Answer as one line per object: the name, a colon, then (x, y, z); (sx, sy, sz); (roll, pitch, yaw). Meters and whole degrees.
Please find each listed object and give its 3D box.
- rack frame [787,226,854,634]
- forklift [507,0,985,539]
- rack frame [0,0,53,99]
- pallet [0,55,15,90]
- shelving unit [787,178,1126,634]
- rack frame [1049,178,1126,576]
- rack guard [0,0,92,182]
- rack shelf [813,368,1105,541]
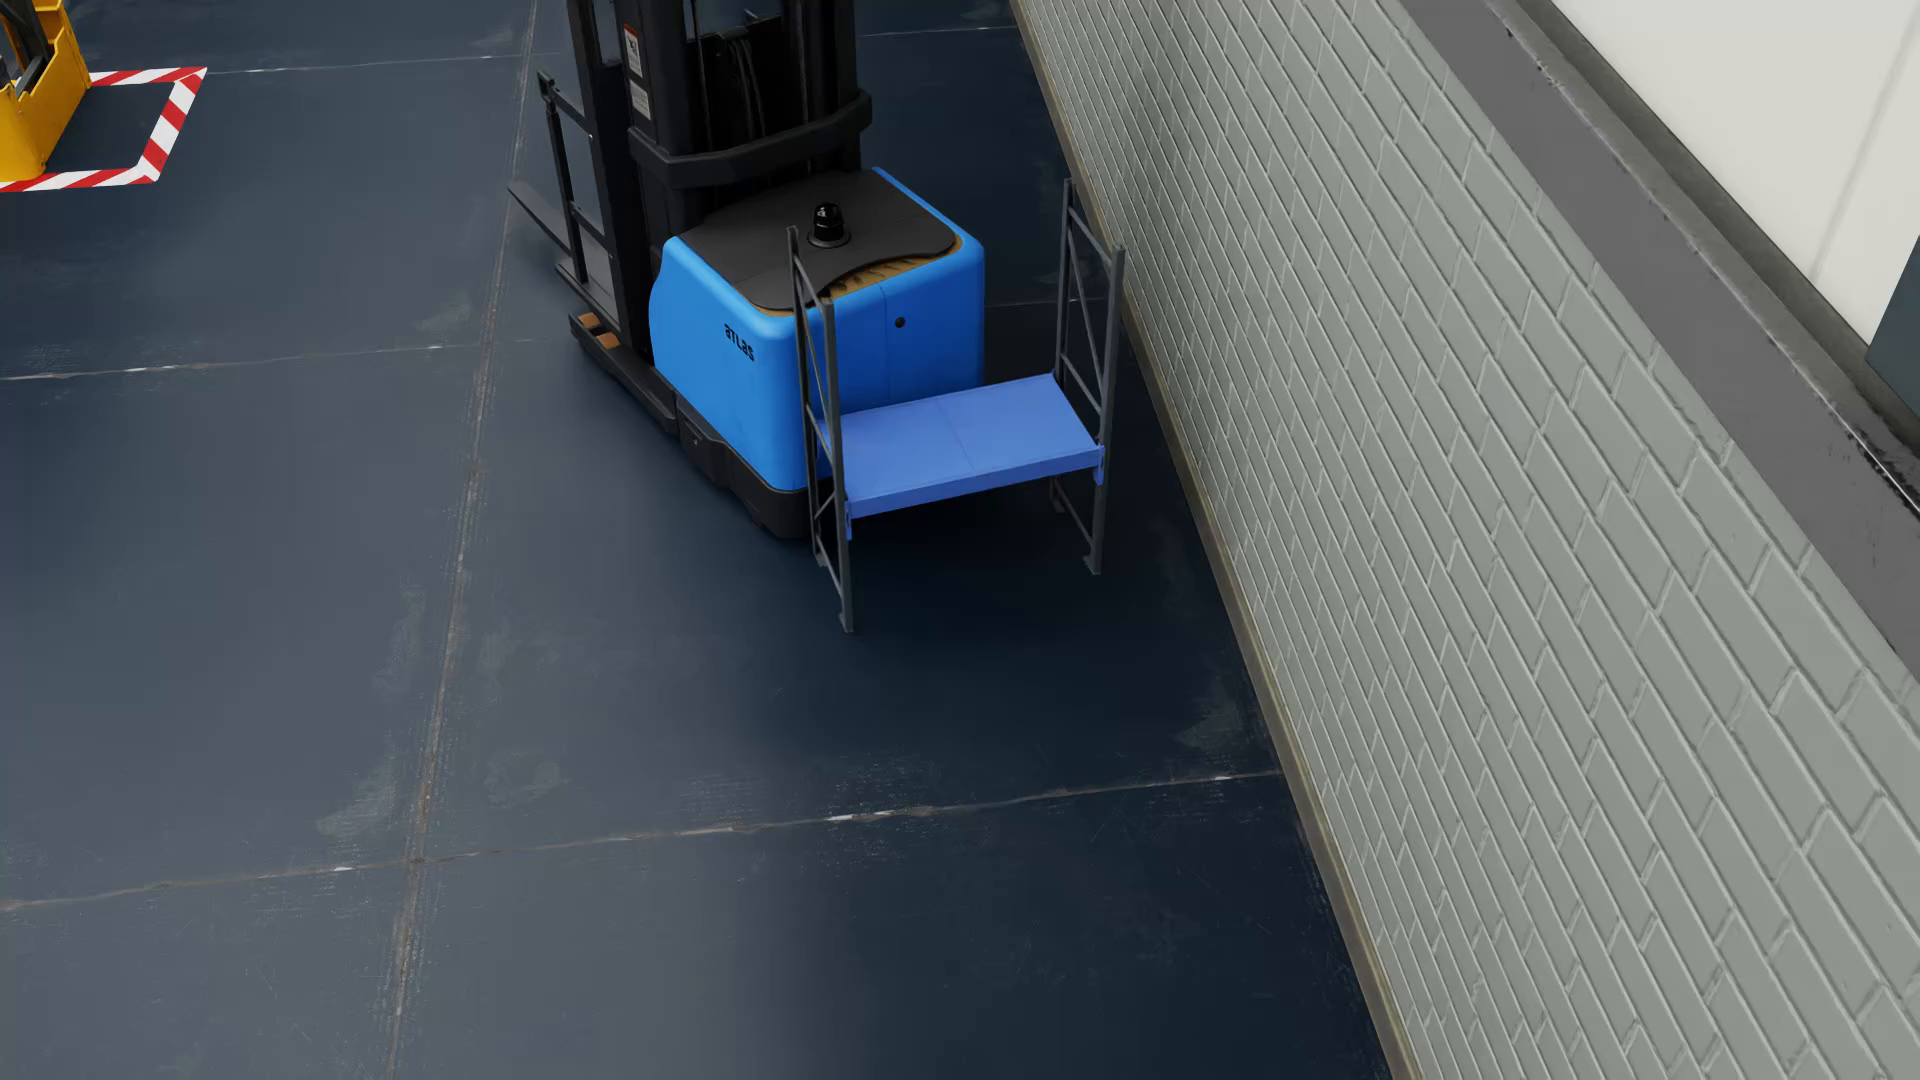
rack frame: (-0.499, -0.359, 6.029); (0.032, 1.500, 0.500); (-13, 44, -14)
forklift: (-1.149, -2.041, 6.824); (1.130, 2.935, 3.031); (-26, 48, -26)
rack frame: (-5.187, -3.402, 8.282); (0.127, 3.000, 1.000); (-5, 42, -6)
pallet: (-6.009, -2.320, 9.165); (1.213, 0.211, 1.003); (-5, 42, -6)
shelving unit: (-0.018, -0.468, 6.149); (1.048, 1.500, 0.538); (-13, 44, -14)
rack frame: (0.464, -0.576, 6.269); (0.032, 1.500, 0.500); (-13, 44, -14)
rack guard: (-5.165, -2.484, 9.131); (0.348, 0.500, 1.175); (-5, 42, -6)
rack shelf: (-0.018, -0.334, 6.269); (1.000, 0.185, 0.538); (-13, 44, -14)
